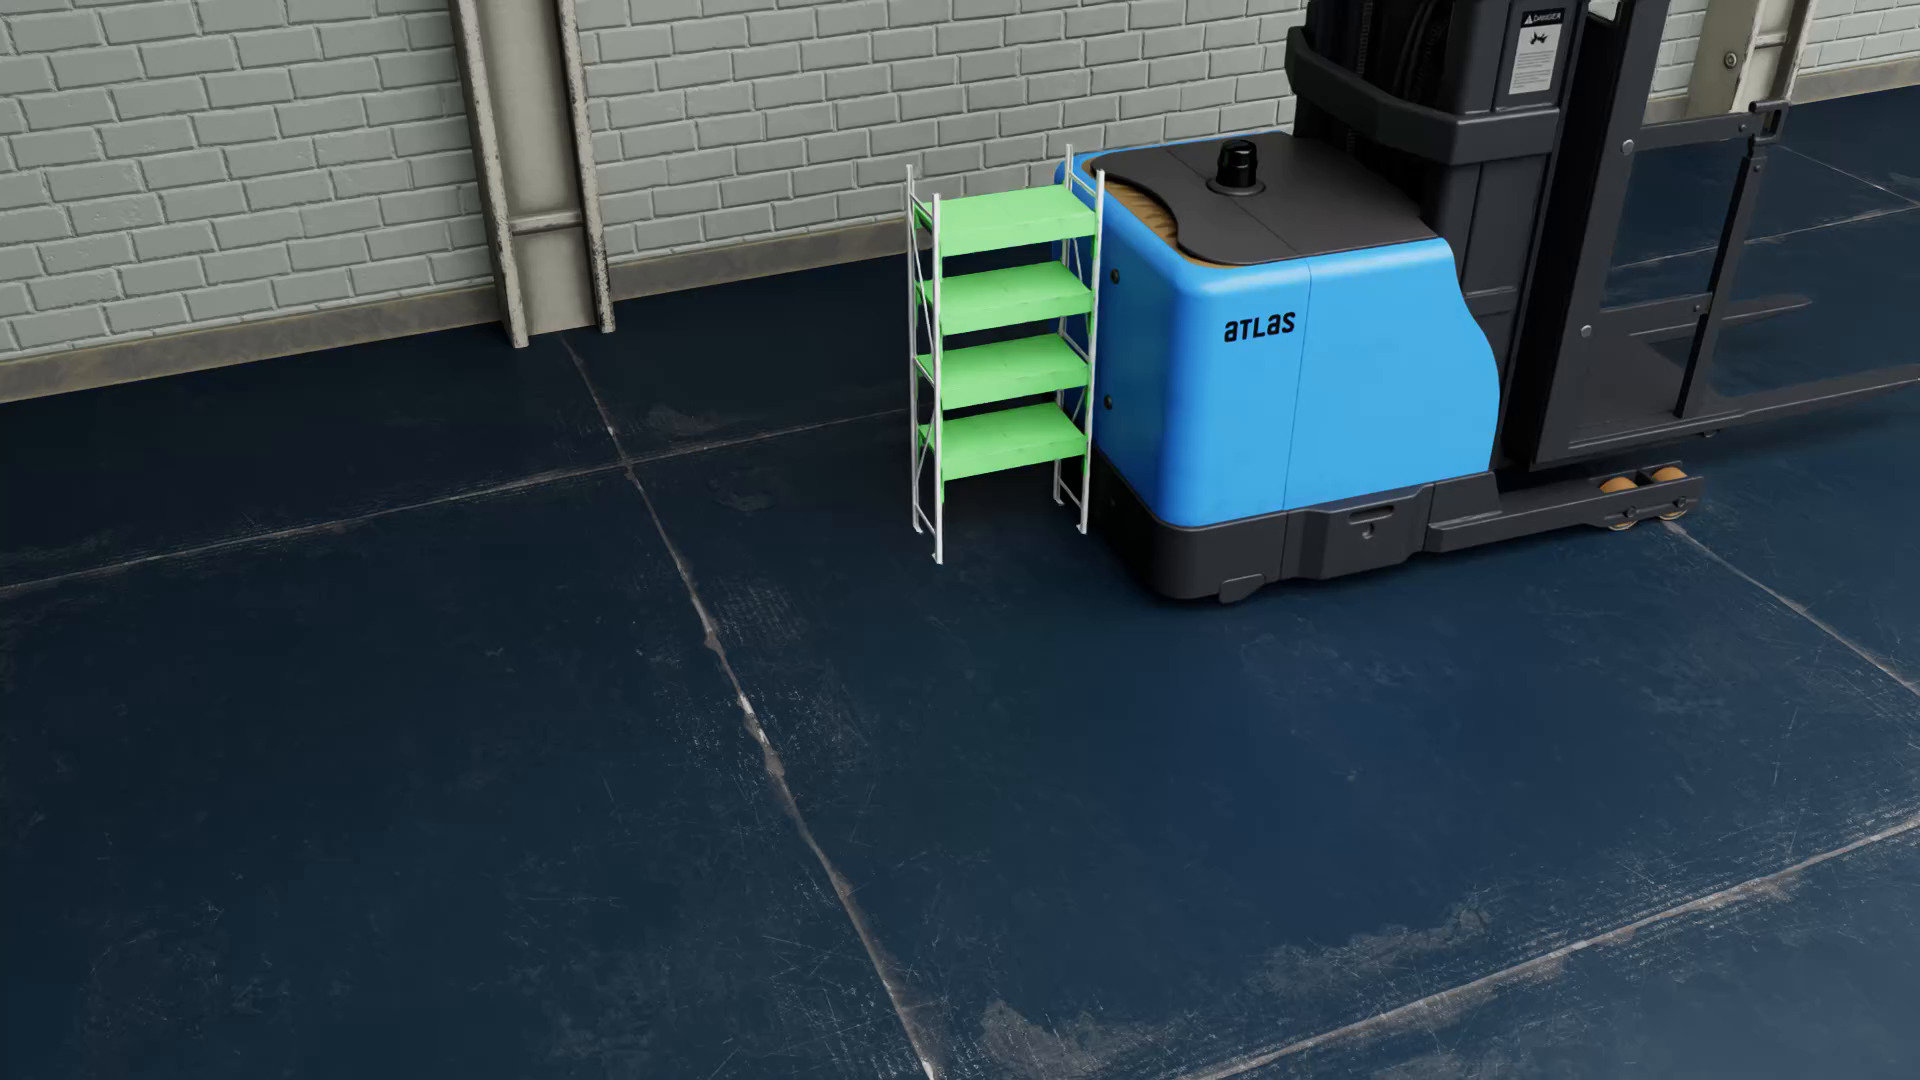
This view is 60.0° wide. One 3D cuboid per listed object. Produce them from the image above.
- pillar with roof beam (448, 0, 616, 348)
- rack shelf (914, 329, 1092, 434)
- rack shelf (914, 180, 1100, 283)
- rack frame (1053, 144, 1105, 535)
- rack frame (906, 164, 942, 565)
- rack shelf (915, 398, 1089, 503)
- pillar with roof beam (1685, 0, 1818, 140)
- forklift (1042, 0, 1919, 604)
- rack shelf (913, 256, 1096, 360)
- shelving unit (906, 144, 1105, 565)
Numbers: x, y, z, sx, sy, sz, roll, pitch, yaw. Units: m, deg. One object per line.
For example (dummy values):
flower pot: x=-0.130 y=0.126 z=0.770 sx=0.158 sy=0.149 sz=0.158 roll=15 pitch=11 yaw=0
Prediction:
pillar with roof beam: x=0.078 y=-2.461 z=0.781 sx=0.400 sy=9.000 sz=9.100 roll=-13 pitch=35 yaw=-19
rack shelf: x=0.125 y=-0.482 z=5.008 sx=0.480 sy=0.148 sz=0.258 roll=-11 pitch=35 yaw=-17
rack shelf: x=0.125 y=-0.884 z=4.746 sx=0.480 sy=0.148 sz=0.258 roll=-11 pitch=35 yaw=-17
rack frame: x=0.354 y=-0.582 z=5.044 sx=0.015 sy=1.200 sz=0.240 roll=-11 pitch=35 yaw=-17
rack frame: x=-0.104 y=-0.490 z=4.902 sx=0.015 sy=1.200 sz=0.240 roll=-11 pitch=35 yaw=-17
rack shelf: x=0.125 y=-0.281 z=5.139 sx=0.480 sy=0.148 sz=0.258 roll=-11 pitch=35 yaw=-17
pillar with roof beam: x=5.611 y=-3.728 z=2.728 sx=0.400 sy=9.000 sz=9.100 roll=-13 pitch=35 yaw=-19
forklift: x=1.848 y=-1.520 z=4.898 sx=3.031 sy=2.935 sz=1.130 roll=-11 pitch=35 yaw=-16
rack shelf: x=0.125 y=-0.683 z=4.877 sx=0.480 sy=0.148 sz=0.258 roll=-11 pitch=35 yaw=-17
shelving unit: x=0.125 y=-0.536 z=4.973 sx=0.503 sy=1.200 sz=0.258 roll=-11 pitch=35 yaw=-17
